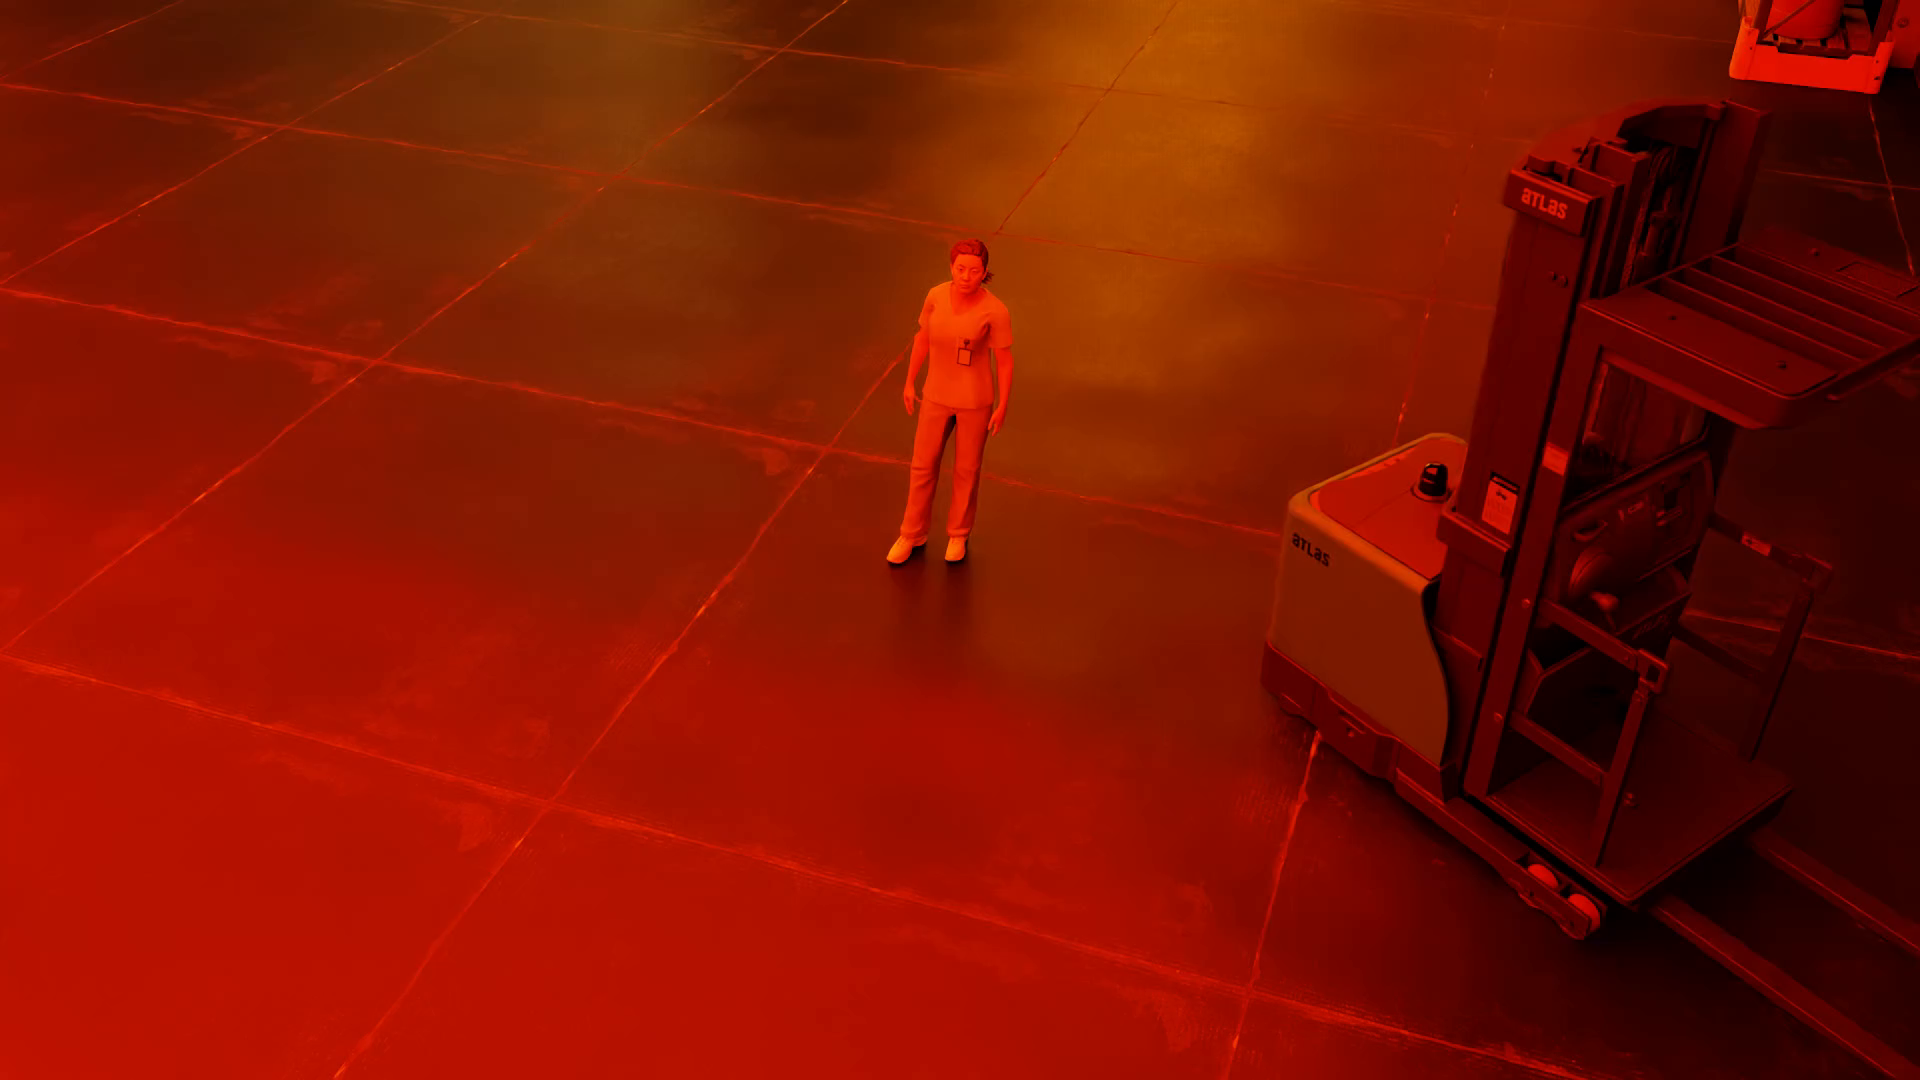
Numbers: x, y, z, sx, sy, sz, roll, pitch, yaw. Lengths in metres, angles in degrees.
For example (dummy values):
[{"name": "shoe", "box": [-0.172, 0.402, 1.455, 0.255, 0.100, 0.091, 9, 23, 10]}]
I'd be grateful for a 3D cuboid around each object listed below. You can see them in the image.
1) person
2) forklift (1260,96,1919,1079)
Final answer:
[{"name": "person", "box": [-0.038, -0.652, 8.103, 0.549, 1.673, 0.548, 12, 37, 16]}, {"name": "forklift", "box": [2.639, 0.028, 6.071, 1.130, 2.935, 3.031, -22, 41, -28]}]
